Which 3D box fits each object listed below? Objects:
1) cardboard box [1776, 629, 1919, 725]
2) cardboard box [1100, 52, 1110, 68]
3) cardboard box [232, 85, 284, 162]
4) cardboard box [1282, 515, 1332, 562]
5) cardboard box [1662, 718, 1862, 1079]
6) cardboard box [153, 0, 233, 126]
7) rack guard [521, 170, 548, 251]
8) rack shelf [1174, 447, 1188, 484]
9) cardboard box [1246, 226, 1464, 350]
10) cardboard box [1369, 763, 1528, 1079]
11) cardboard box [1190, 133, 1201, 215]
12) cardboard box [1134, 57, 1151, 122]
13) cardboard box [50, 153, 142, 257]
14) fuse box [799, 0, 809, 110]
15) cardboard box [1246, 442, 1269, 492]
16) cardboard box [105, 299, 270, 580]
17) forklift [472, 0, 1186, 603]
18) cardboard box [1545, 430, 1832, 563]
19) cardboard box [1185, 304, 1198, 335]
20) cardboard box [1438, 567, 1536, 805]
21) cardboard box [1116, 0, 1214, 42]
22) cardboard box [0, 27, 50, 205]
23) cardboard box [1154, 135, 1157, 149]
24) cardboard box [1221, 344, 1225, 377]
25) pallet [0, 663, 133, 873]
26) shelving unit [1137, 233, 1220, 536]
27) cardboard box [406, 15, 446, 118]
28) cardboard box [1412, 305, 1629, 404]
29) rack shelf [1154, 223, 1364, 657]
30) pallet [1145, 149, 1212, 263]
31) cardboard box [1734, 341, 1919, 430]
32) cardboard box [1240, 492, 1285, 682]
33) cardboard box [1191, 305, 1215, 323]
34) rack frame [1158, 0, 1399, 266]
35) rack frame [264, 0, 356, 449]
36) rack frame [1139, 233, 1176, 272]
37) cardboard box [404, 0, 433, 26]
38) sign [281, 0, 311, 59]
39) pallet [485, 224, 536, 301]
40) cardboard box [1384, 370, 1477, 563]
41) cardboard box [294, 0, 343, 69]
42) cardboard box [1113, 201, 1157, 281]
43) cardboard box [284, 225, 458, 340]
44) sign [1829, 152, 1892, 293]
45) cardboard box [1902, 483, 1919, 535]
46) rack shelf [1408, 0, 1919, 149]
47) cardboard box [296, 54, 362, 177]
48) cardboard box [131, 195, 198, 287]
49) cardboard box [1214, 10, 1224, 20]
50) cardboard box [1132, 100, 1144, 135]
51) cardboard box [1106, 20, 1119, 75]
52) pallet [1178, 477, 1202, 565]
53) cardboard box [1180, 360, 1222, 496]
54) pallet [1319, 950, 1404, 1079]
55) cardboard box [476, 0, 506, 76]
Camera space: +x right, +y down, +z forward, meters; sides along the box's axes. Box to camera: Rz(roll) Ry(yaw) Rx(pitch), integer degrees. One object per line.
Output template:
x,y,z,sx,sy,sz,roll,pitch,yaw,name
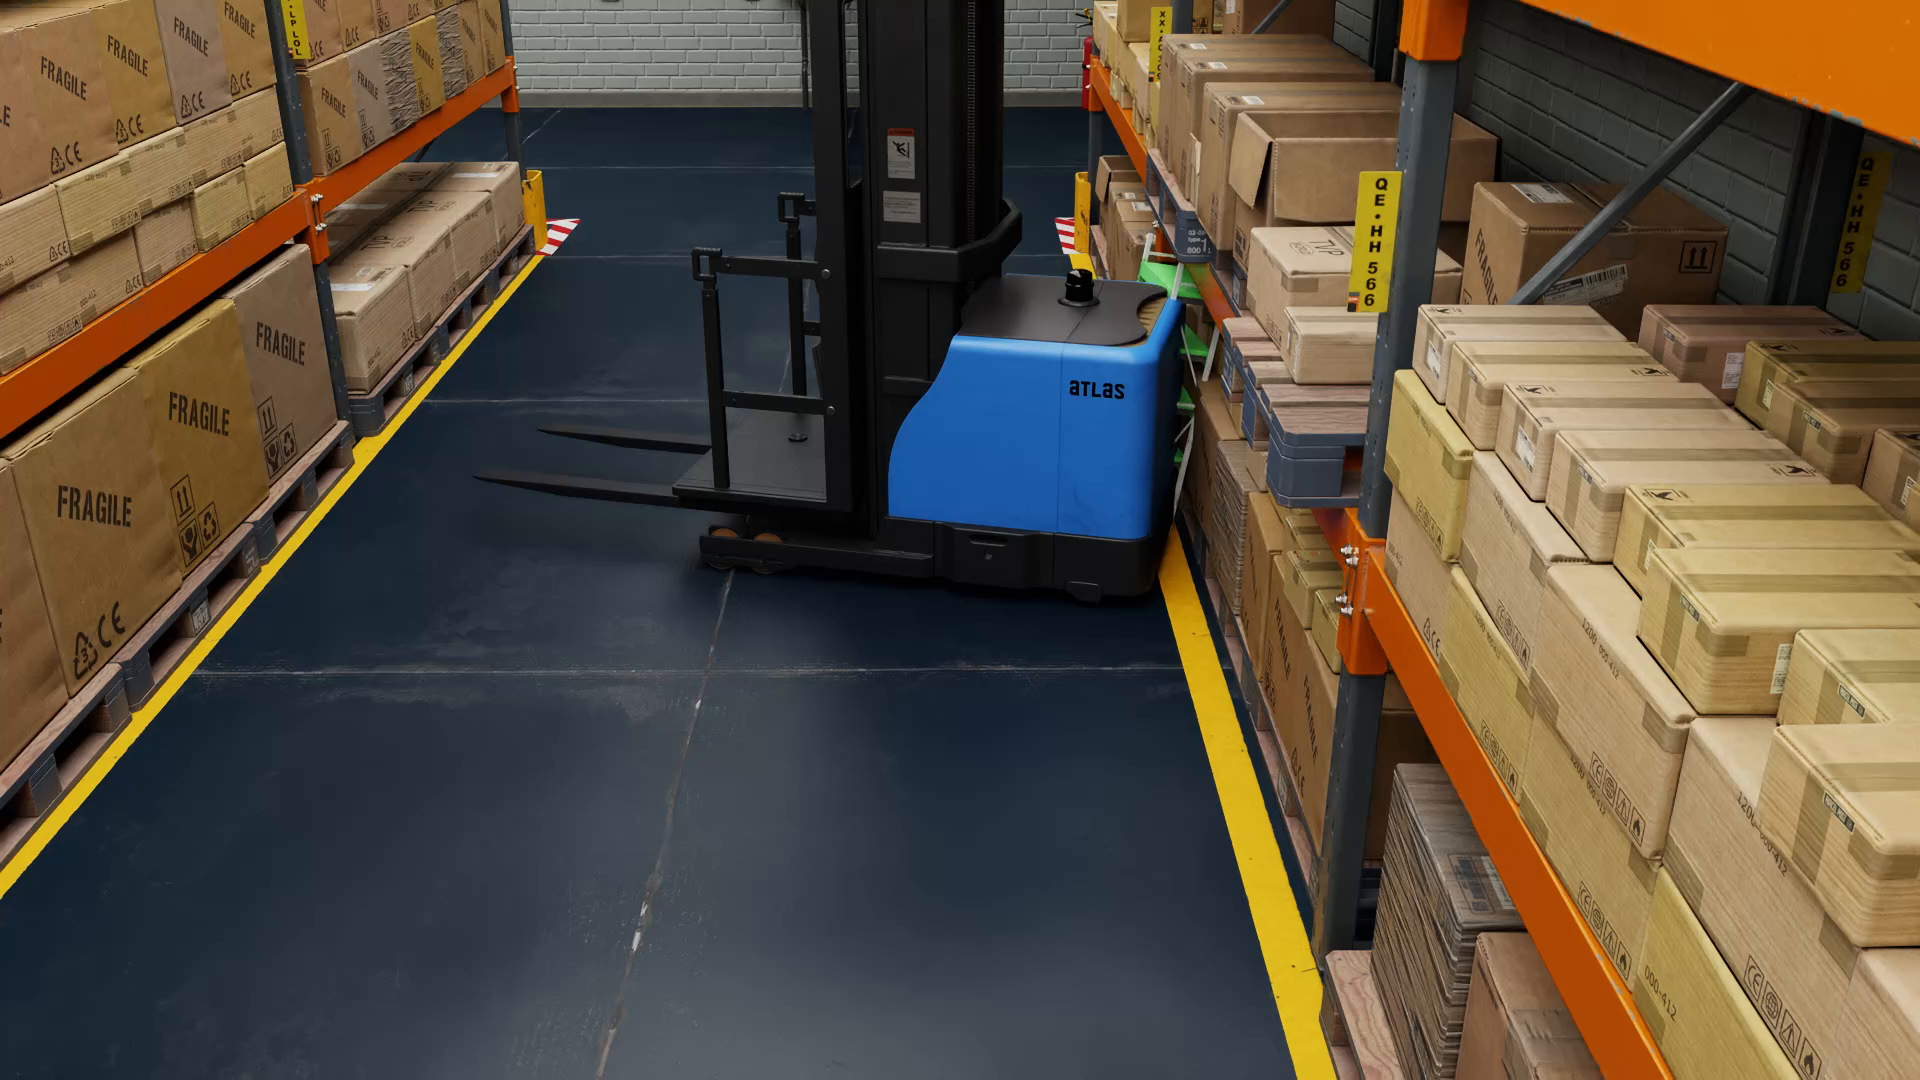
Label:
1.325,0.237,2.178,0.380,0.149,0.250,0,24,-1,cardboard box
1.134,-3.239,11.075,0.380,0.149,0.250,0,24,-1,cardboard box
-3.267,-1.796,7.157,0.500,0.250,0.500,0,24,-1,cardboard box
1.241,0.035,5.268,0.380,0.149,0.250,-1,24,-2,cardboard box
1.275,0.464,2.160,0.500,0.250,0.500,0,24,0,cardboard box
-3.246,-1.923,6.526,0.500,0.500,0.500,0,24,0,cardboard box
-3.559,-2.337,11.810,1.175,0.500,0.348,0,24,-1,rack guard
0.815,-0.400,7.376,0.258,0.148,0.480,6,23,-12,rack shelf
1.157,-0.749,4.940,0.500,0.250,0.500,-1,24,-3,cardboard box
1.485,0.955,3.872,0.875,0.625,0.625,1,24,1,cardboard box
1.080,-1.397,6.353,0.396,0.266,0.258,1,24,2,cardboard box
1.179,-2.324,8.569,0.500,0.250,0.500,0,24,0,cardboard box
-3.220,-1.166,5.764,0.500,0.250,0.500,0,24,0,cardboard box
-1.541,-5.152,16.564,0.539,1.711,0.414,0,24,-1,fuse box
1.247,-0.290,5.988,0.380,0.149,0.250,-1,24,-3,cardboard box
-3.411,-0.414,6.593,0.875,0.875,0.875,0,24,1,cardboard box
-0.604,-1.398,6.783,3.031,2.935,1.130,6,25,13,forklift
1.249,-0.078,2.874,0.380,0.149,0.250,0,24,0,cardboard box
1.186,-1.040,7.647,0.380,0.149,0.250,1,24,2,cardboard box
1.253,0.266,3.203,0.500,0.250,0.500,-1,24,-2,cardboard box
1.157,-3.092,9.358,0.500,0.500,0.500,0,24,1,cardboard box
-3.238,-1.292,5.133,0.500,0.500,0.500,0,24,1,cardboard box
1.168,-1.964,8.258,0.380,0.149,0.250,0,24,1,cardboard box
1.297,-0.708,6.912,0.380,0.149,0.250,-1,24,-1,cardboard box
-3.405,0.776,5.278,1.003,0.211,1.213,0,24,-1,pallet
0.868,-0.675,7.258,0.258,1.200,0.503,6,23,-12,shelving unit
-3.264,-2.682,9.419,0.500,0.500,0.500,0,24,1,cardboard box
1.201,-0.402,3.590,0.380,0.149,0.250,0,24,1,cardboard box
1.470,-0.690,6.008,1.077,0.370,4.000,0,24,-1,rack shelf
1.348,-1.424,6.992,1.003,0.211,1.213,0,24,-1,pallet
1.812,-0.294,3.351,0.380,0.149,0.250,0,24,1,cardboard box
1.269,0.159,5.782,0.500,0.500,0.500,1,24,2,cardboard box
1.237,-1.069,7.349,0.380,0.149,0.250,-1,24,-3,cardboard box
1.448,-1.841,7.682,1.000,3.000,0.127,0,24,-1,rack frame
-3.515,-1.818,7.629,1.000,3.000,0.127,0,24,-1,rack frame
0.830,-0.776,7.477,0.240,1.200,0.015,6,23,-12,rack frame
-3.275,-3.143,9.225,0.500,0.500,0.500,0,24,-1,cardboard box
-2.973,-2.316,7.421,0.100,0.325,0.005,0,24,-1,sign
-3.472,-1.866,11.120,1.003,0.211,1.213,0,24,-1,pallet
1.227,-0.169,3.558,0.500,0.250,0.500,0,24,-1,cardboard box
-3.278,-2.516,7.838,0.500,0.500,0.500,0,24,0,cardboard box
1.193,-1.719,9.934,0.500,0.500,0.500,0,24,0,cardboard box
-3.425,-1.470,9.459,0.875,0.438,0.875,-1,24,-2,cardboard box
2.047,-0.725,3.807,0.100,0.325,0.005,0,24,-1,sign
1.752,0.022,2.653,0.380,0.149,0.250,0,24,-1,cardboard box
1.514,-0.408,1.745,1.077,0.370,4.000,0,24,-1,rack shelf
-3.258,-2.058,8.038,0.500,0.500,0.500,1,24,1,cardboard box
-3.267,-1.148,6.330,0.500,0.250,0.500,-1,24,-2,cardboard box
1.679,-3.156,10.409,0.500,0.250,0.500,0,24,0,cardboard box
1.134,-2.285,8.967,0.380,0.149,0.250,-1,24,-1,cardboard box
1.155,-2.952,9.958,0.500,0.250,0.500,-1,24,-2,cardboard box
1.495,-0.236,7.516,1.003,0.211,1.213,0,24,-1,pallet
1.244,-0.474,7.182,0.500,0.500,0.500,-1,24,-1,cardboard box
1.462,1.417,3.861,1.003,0.211,1.213,0,24,-1,pallet
-3.289,-3.314,10.816,0.500,0.500,0.500,0,24,0,cardboard box
